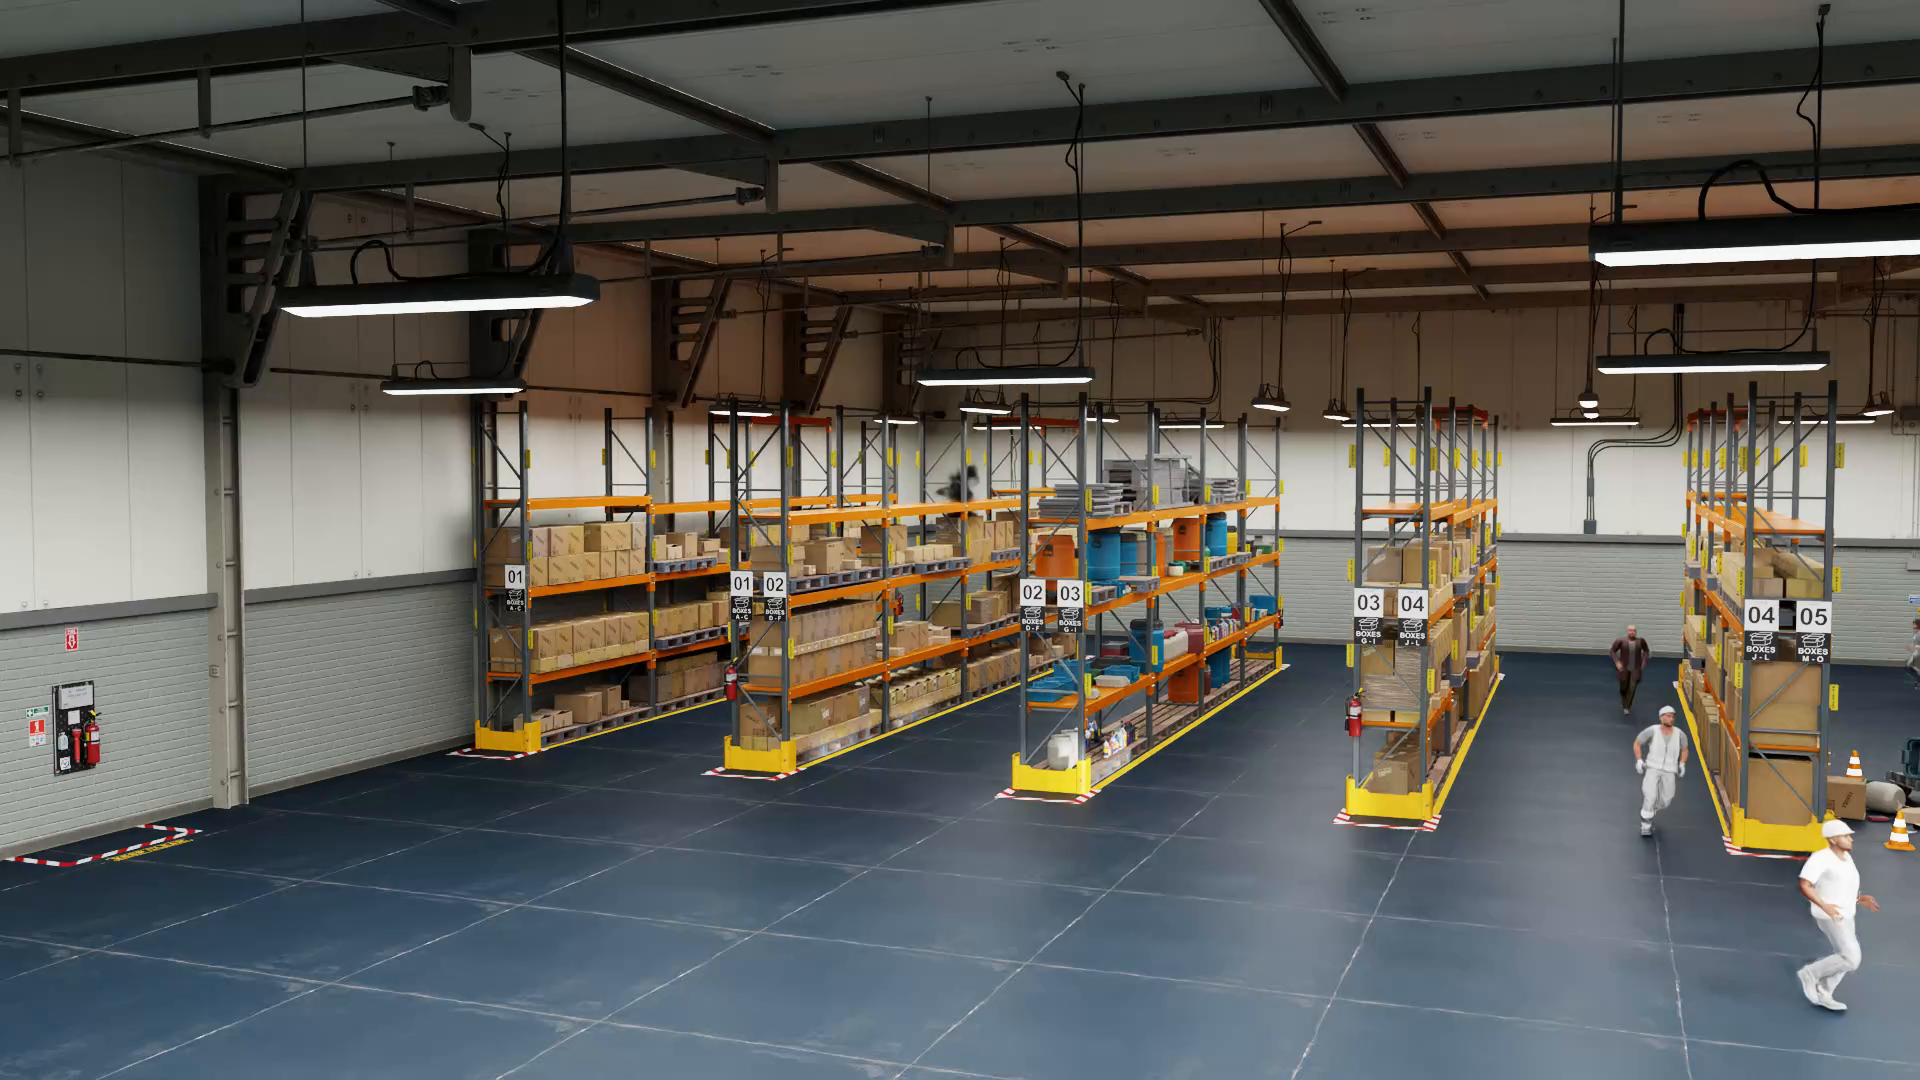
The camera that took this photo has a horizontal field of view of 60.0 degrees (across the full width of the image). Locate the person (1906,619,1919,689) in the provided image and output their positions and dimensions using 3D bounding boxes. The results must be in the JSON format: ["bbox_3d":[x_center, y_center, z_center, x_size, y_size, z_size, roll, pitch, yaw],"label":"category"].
[{"bbox_3d":[20.799,2.475,35.933,0.707,1.544,0.498,0,3,8],"label":"person"}]

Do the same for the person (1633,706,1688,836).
[{"bbox_3d":[9.347,3.063,22.182,0.706,1.728,0.582,1,3,12],"label":"person"}]

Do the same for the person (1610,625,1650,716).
[{"bbox_3d":[13.209,2.547,32.784,0.738,1.749,0.793,1,3,16],"label":"person"}]

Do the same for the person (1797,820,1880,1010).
[{"bbox_3d":[7.952,3.399,15.071,0.676,1.720,0.571,-2,4,-41],"label":"person"}]
